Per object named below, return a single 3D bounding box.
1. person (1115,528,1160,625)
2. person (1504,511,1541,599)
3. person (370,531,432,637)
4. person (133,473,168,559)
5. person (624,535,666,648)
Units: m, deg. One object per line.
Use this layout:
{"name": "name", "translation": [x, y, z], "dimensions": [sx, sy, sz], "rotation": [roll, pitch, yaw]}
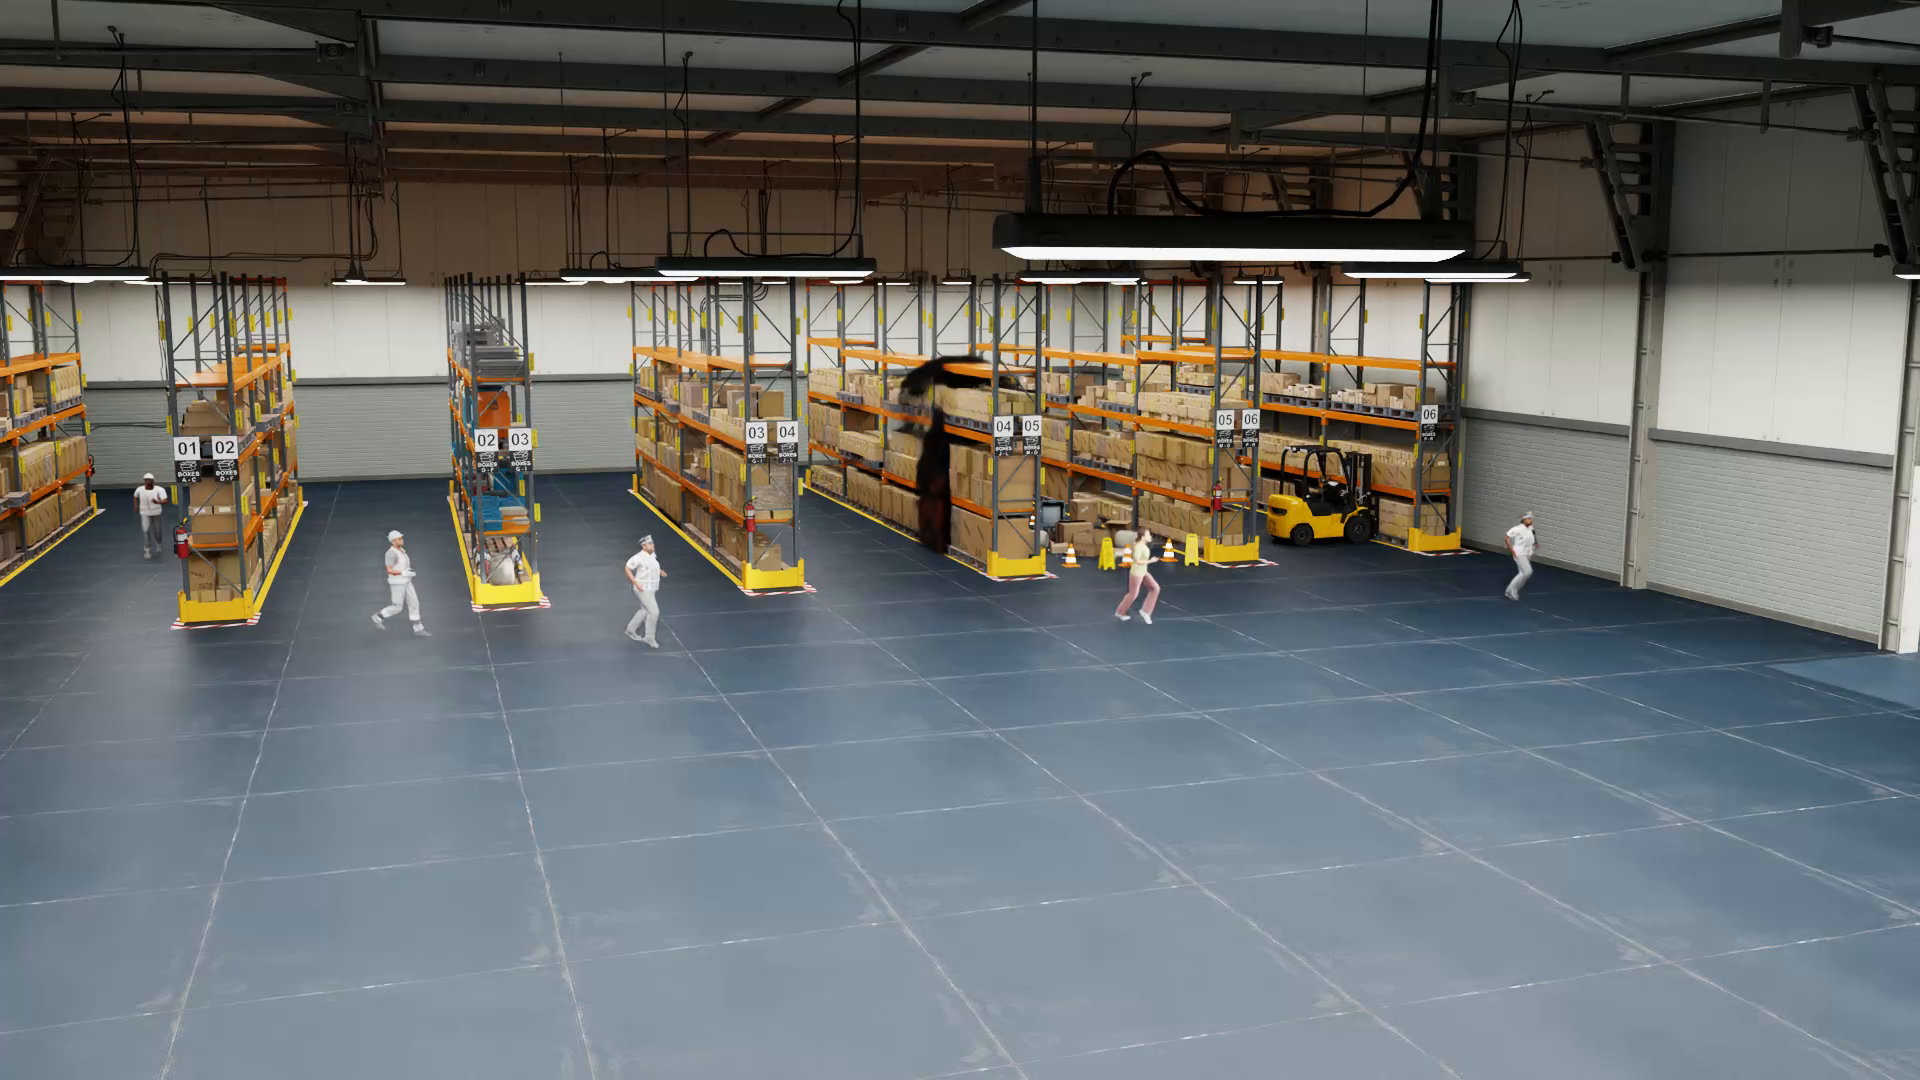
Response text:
{"name": "person", "translation": [3.041, 0.615, 28.510], "dimensions": [0.798, 1.675, 0.601], "rotation": [4, 9, 23]}
{"name": "person", "translation": [10.385, 0.279, 30.669], "dimensions": [0.571, 1.653, 0.653], "rotation": [-6, 11, -35]}
{"name": "person", "translation": [-9.228, 0.726, 27.381], "dimensions": [1.006, 1.779, 0.669], "rotation": [1, 9, 5]}
{"name": "person", "translation": [-17.328, -0.542, 35.618], "dimensions": [0.692, 1.781, 0.922], "rotation": [-3, 9, -19]}
{"name": "person", "translation": [-5.098, 0.829, 26.859], "dimensions": [0.730, 1.870, 0.682], "rotation": [2, 9, 15]}
